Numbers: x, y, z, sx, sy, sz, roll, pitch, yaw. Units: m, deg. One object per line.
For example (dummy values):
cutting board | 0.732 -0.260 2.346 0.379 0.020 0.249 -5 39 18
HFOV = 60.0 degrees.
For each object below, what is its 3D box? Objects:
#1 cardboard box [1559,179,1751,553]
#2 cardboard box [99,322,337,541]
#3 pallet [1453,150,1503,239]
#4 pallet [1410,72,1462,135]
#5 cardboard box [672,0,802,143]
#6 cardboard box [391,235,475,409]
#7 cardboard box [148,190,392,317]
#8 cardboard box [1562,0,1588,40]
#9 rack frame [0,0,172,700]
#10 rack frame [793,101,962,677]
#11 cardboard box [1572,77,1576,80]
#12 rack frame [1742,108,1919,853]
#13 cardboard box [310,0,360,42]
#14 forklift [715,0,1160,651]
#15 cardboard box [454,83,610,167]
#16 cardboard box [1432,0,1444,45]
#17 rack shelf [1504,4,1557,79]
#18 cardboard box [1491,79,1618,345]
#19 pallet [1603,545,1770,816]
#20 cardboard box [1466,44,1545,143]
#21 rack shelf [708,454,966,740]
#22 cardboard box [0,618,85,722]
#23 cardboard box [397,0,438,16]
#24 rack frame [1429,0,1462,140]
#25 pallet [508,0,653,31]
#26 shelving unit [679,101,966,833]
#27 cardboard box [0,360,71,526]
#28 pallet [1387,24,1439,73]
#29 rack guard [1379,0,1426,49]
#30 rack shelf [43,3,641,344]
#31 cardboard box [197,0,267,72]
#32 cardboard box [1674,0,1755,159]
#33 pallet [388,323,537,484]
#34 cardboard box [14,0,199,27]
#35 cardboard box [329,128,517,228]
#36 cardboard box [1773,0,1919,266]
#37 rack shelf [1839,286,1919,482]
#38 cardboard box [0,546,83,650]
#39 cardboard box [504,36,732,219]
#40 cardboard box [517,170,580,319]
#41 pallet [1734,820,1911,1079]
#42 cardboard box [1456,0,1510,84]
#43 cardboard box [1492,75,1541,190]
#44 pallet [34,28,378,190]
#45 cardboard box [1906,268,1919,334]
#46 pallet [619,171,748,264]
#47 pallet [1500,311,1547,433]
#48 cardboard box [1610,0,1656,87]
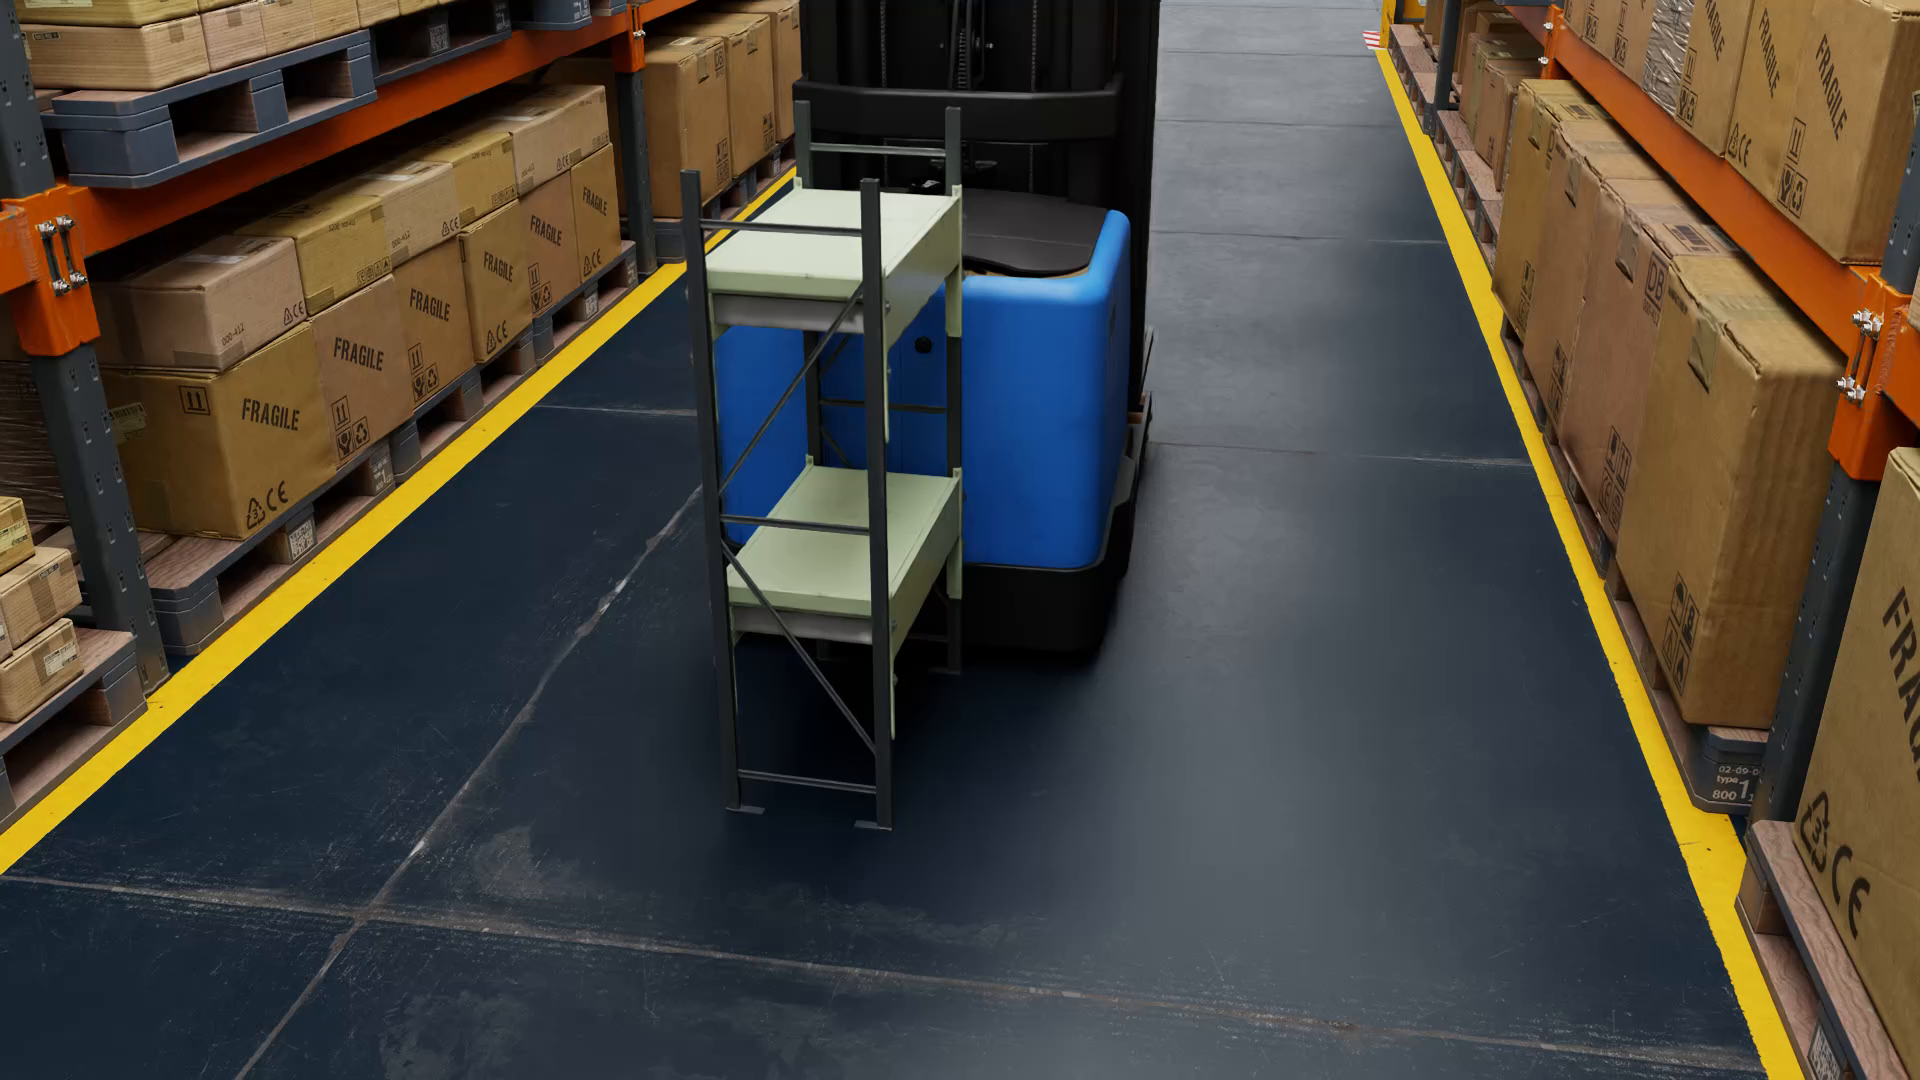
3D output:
cardboard box | 2.491 -0.481 4.750 1.225 0.875 0.875 3 25 7
cardboard box | -2.234 -0.345 4.902 0.500 0.500 0.500 5 26 11
pallet | 3.245 -1.856 8.966 1.003 0.211 1.213 4 25 9
pallet | 3.643 -2.977 11.360 1.003 0.211 1.213 4 25 9
cardboard box | -1.483 -2.844 9.947 1.050 0.750 0.750 4 25 9
cardboard box | -2.077 -0.786 5.845 0.500 0.500 0.500 4 25 9
cardboard box | -2.150 -0.907 5.219 0.500 0.250 0.500 5 25 10
cardboard box | 2.566 -2.144 6.174 0.500 0.500 0.500 5 26 10
rack frame | -2.616 -0.996 3.840 1.000 3.000 0.127 4 25 9
rack frame | -0.193 -0.334 4.189 0.400 1.500 0.023 5 26 11
cardboard box | 2.994 -1.972 7.470 0.500 0.250 0.500 5 26 11
rack frame | 2.261 -0.610 3.015 1.000 3.000 0.127 4 25 9
cardboard box | -1.972 -1.531 4.784 0.380 0.149 0.250 4 25 9
forklift | 0.096 -1.627 5.268 1.130 2.935 3.031 4 25 8
cardboard box | -1.816 -1.763 7.046 0.500 0.250 0.500 3 25 7
cardboard box | 4.039 -4.175 13.084 0.500 0.500 0.500 11 27 22
rack shelf | 3.241 -2.794 8.529 1.077 0.370 4.000 4 25 9
cardboard box | 2.781 -1.224 6.337 1.225 0.875 0.875 3 25 6
pallet | 2.312 0.325 4.307 1.003 0.211 1.213 4 25 9
cardboard box | 3.350 -2.570 9.631 0.700 0.500 0.500 4 25 8
rack shelf | -0.271 0.113 4.005 0.431 0.370 0.720 5 26 11
cardboard box | -2.344 0.292 3.954 0.380 0.149 0.250 4 25 9
cardboard box | -1.890 -1.752 5.256 0.380 0.149 0.250 4 25 8
rack frame | 3.568 -3.956 10.164 1.000 3.000 0.127 4 25 9
pallet | -1.974 -2.277 6.802 1.213 0.211 1.003 4 25 9
shelving unit | -0.272 -0.182 3.865 0.431 1.500 0.755 5 26 11
cardboard box | -2.744 -0.381 4.979 0.500 0.500 0.500 4 25 8
pallet | 4.042 -3.997 13.540 1.003 0.211 1.213 4 25 9
rack guard | 4.209 -4.465 14.200 1.175 0.500 0.348 4 25 9
rack shelf | -2.289 -1.507 5.779 1.077 0.370 4.000 4 25 9
cardboard box | -2.058 -1.322 4.337 0.380 0.149 0.250 4 25 9
cardboard box | 2.234 -1.296 4.362 0.500 0.500 0.500 4 25 8
pallet | -2.293 -0.571 6.220 1.003 0.211 1.213 4 25 9
cardboard box | -2.098 -1.340 4.025 0.380 0.149 0.250 4 25 9
cardboard box | -1.986 -1.339 6.141 0.500 0.250 0.500 5 25 10
cardboard box | 2.068 -0.870 3.453 0.500 0.500 0.500 4 25 9
rack shelf | 1.934 0.552 1.381 1.077 0.370 4.000 4 25 9
cardboard box | -2.354 0.124 3.964 0.380 0.149 0.250 5 25 10
cardboard box | -1.774 -2.089 8.333 1.050 0.750 0.750 4 25 8
cardboard box | -1.901 -1.217 6.765 0.500 0.500 0.500 5 26 11
pallet | 2.059 0.965 2.939 1.003 0.211 1.213 4 25 9
cardboard box | 3.759 -3.419 11.469 0.500 0.500 0.500 13 28 25
cardboard box | 3.168 -2.102 8.633 0.700 0.500 0.500 6 26 13
pallet | -2.348 -1.219 4.542 1.003 0.211 1.213 4 25 9
cardboard box | 1.884 -0.396 2.854 0.380 0.149 0.250 4 25 9
pallet | -1.759 -1.731 8.698 1.003 0.211 1.213 4 25 9
pallet | 2.711 -0.696 6.487 1.003 0.211 1.213 4 25 9
cardboard box | 2.404 -1.714 5.255 0.500 0.500 0.500 4 25 8
